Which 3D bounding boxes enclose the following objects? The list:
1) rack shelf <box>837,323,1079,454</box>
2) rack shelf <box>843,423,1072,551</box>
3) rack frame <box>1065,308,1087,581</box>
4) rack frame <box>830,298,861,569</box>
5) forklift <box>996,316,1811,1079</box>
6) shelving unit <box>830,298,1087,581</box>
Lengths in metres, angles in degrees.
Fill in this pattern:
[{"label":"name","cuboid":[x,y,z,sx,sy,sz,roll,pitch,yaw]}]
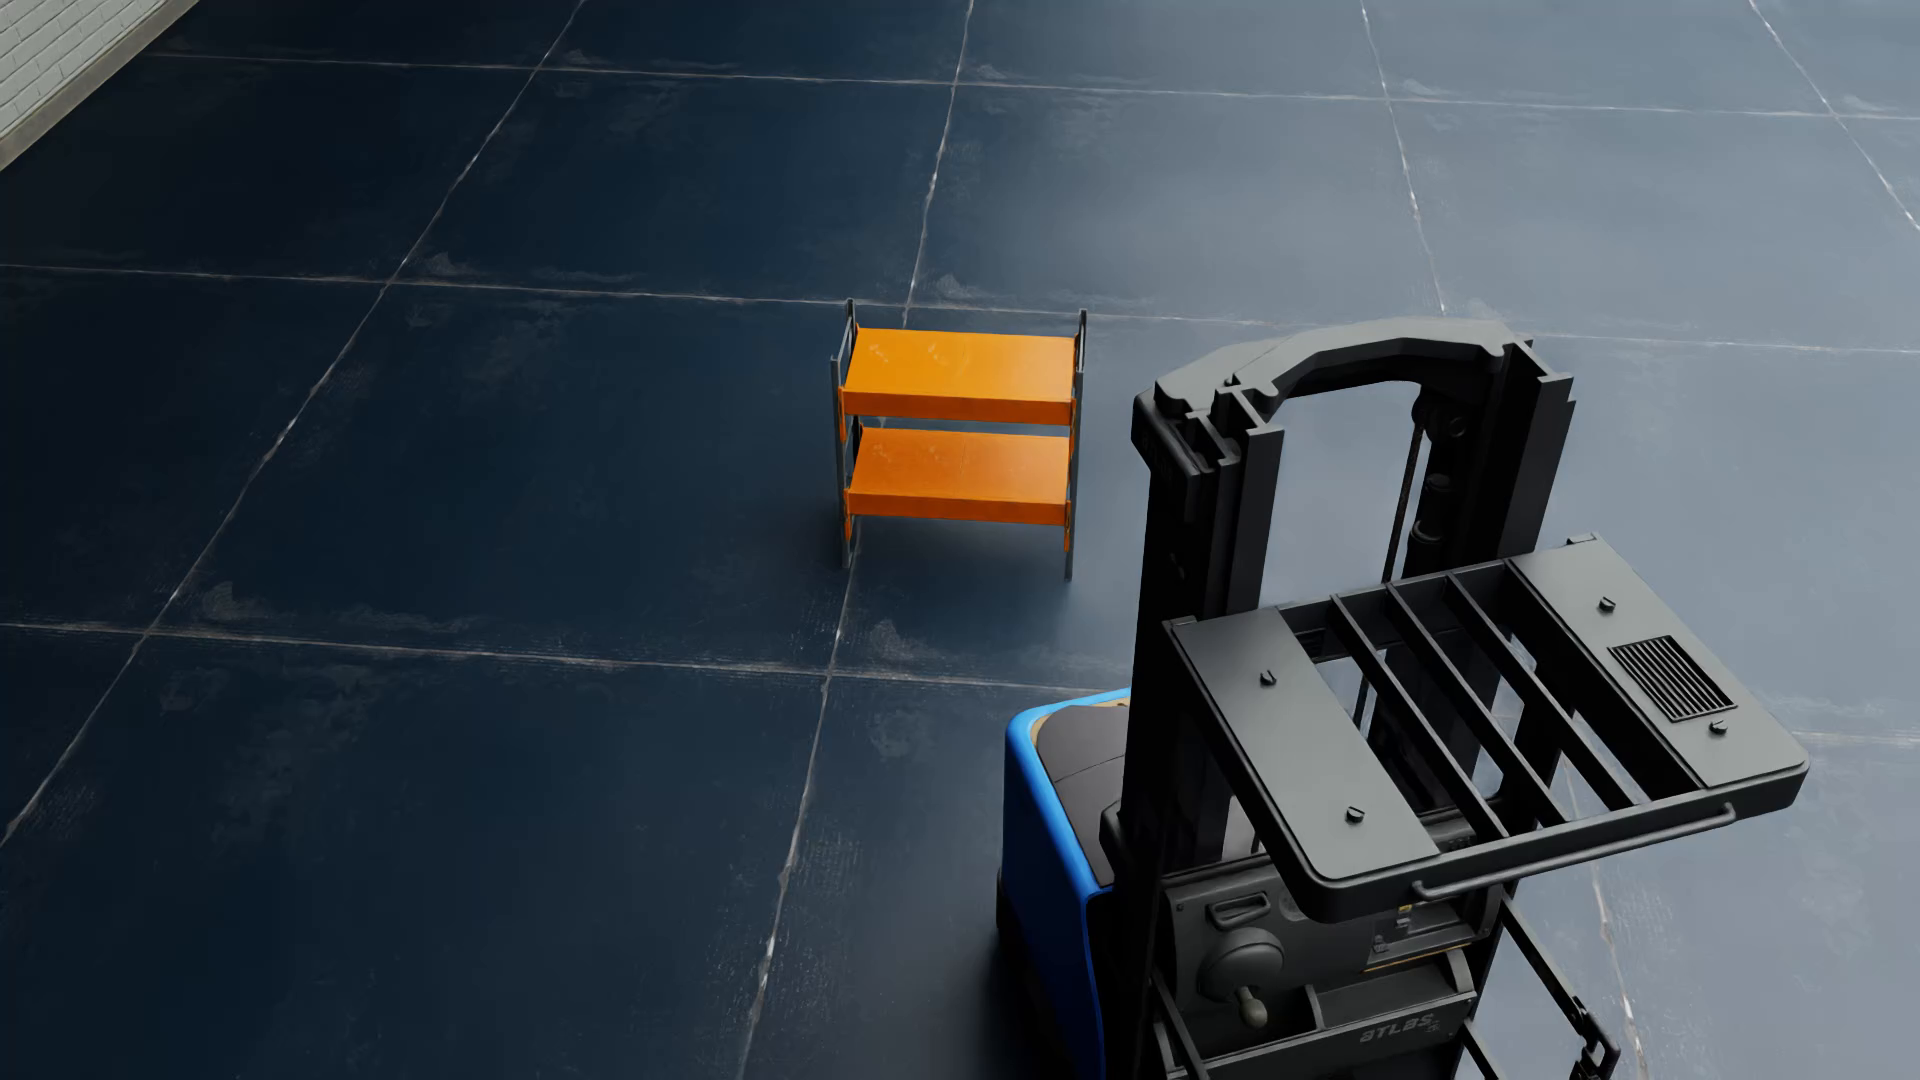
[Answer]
[{"label":"rack shelf","cuboid":[0.007,-0.663,7.210,1.000,0.278,0.538,3,39,4]},{"label":"rack shelf","cuboid":[0.007,-0.246,7.549,1.000,0.278,0.538,3,39,4]},{"label":"rack frame","cuboid":[0.513,-0.408,7.360,0.032,1.125,0.500,3,39,4]},{"label":"rack frame","cuboid":[-0.500,-0.464,7.428,0.032,1.125,0.500,3,39,4]},{"label":"forklift","cuboid":[1.040,1.059,4.127,1.130,2.935,3.031,-11,40,-13]},{"label":"shelving unit","cuboid":[0.007,-0.436,7.394,1.048,1.125,0.538,3,39,4]}]
